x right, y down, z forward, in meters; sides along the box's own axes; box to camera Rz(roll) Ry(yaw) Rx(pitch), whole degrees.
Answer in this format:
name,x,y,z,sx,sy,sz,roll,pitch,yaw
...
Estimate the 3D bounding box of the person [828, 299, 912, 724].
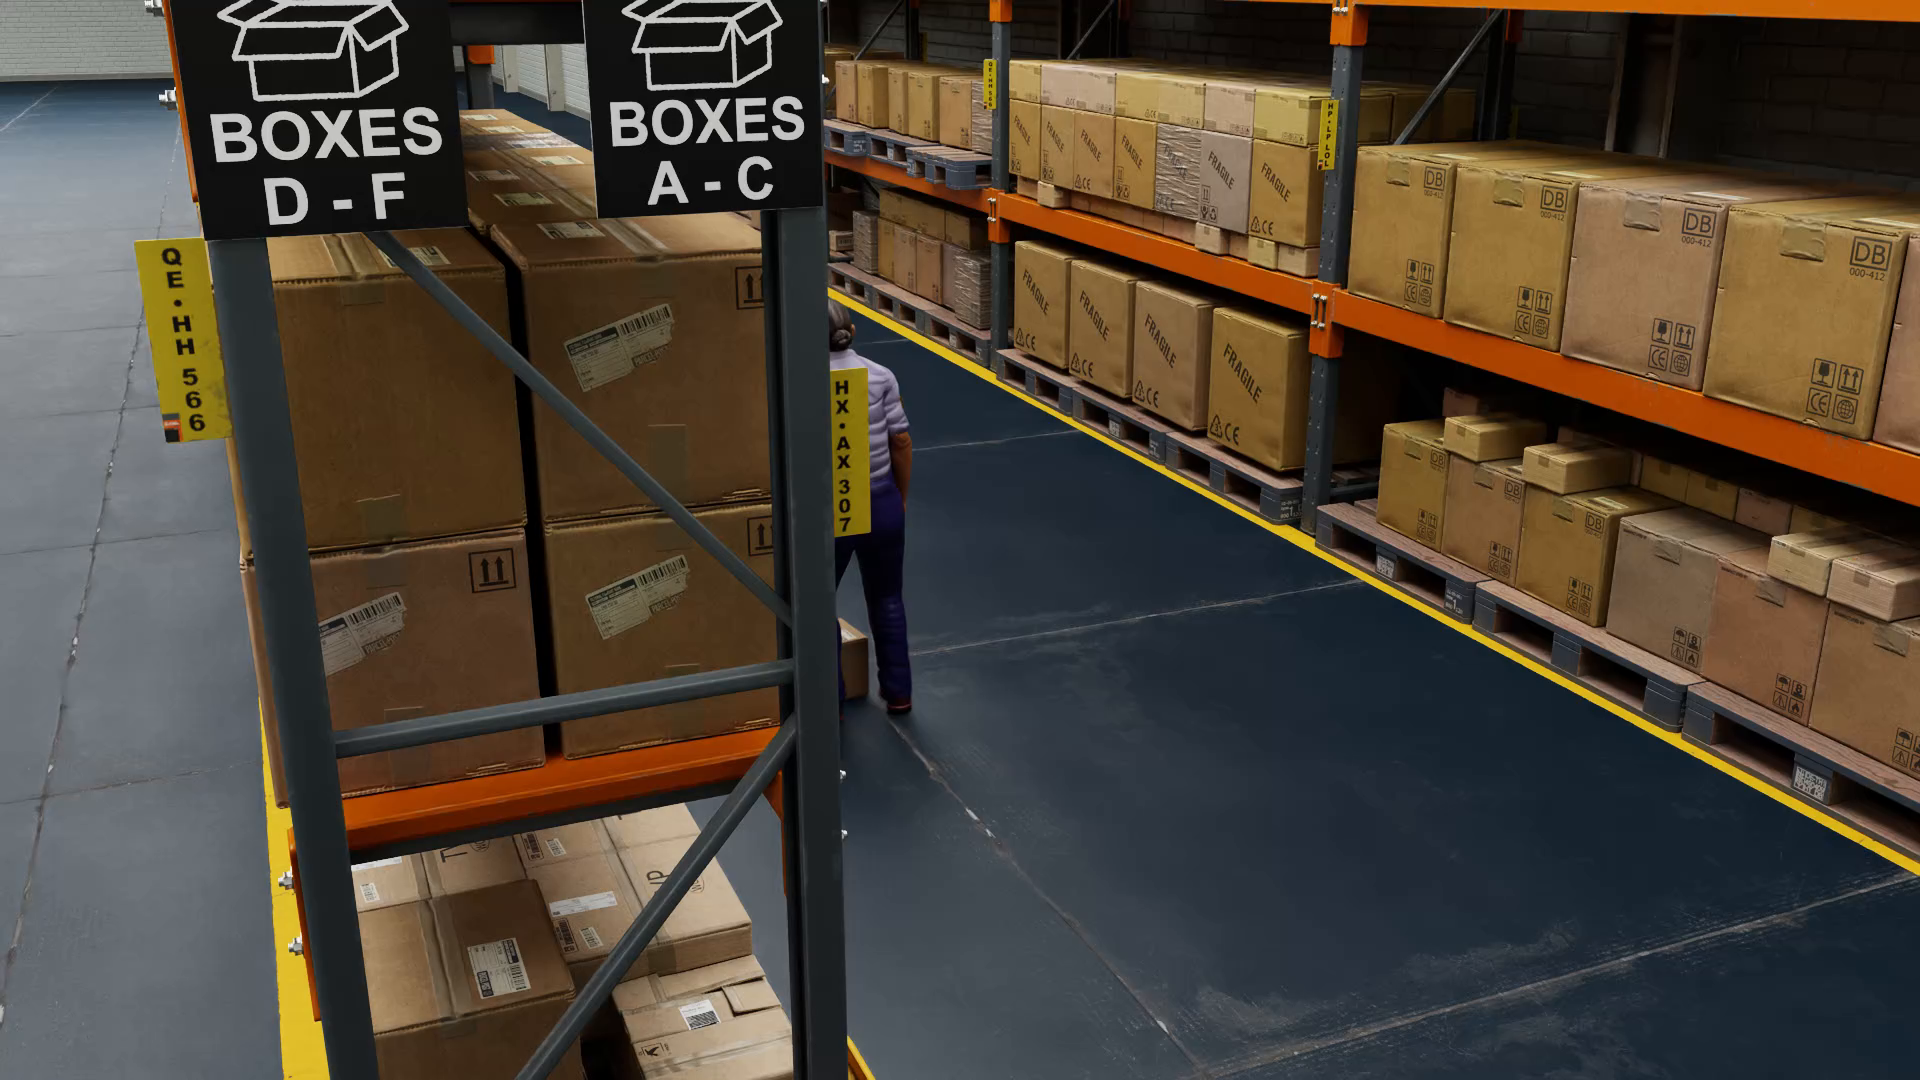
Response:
name,x,y,z,sx,sy,sz,roll,pitch,yaw
person,-0.420,-0.097,6.359,0.557,1.650,0.372,-9,21,-25
